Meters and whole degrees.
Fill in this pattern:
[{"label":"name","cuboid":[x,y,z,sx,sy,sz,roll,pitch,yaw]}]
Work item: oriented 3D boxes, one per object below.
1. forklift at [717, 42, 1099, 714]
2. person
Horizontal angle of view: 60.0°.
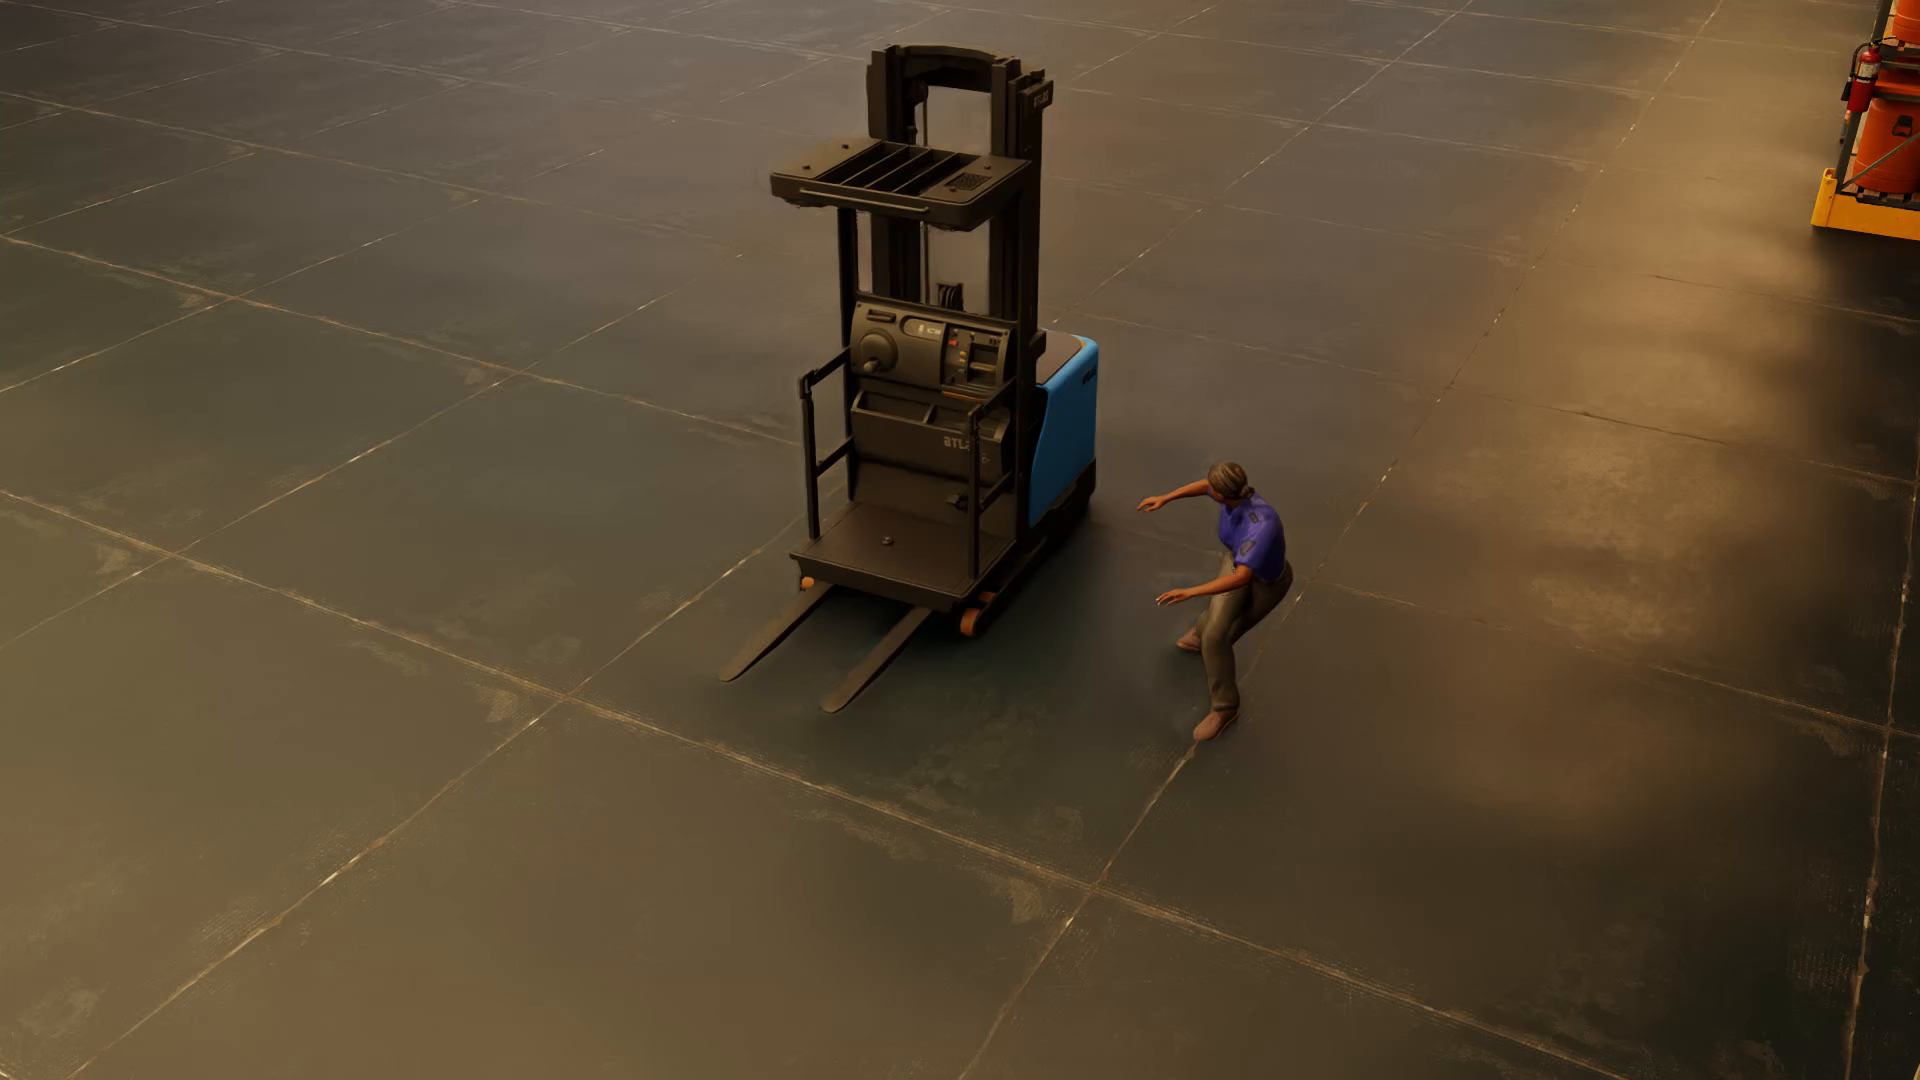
[{"label":"forklift","cuboid":[-0.256,-0.986,8.779,1.130,2.935,3.031,14,33,22]},{"label":"person","cuboid":[1.179,0.205,8.256,0.859,1.446,1.052,24,38,36]}]
